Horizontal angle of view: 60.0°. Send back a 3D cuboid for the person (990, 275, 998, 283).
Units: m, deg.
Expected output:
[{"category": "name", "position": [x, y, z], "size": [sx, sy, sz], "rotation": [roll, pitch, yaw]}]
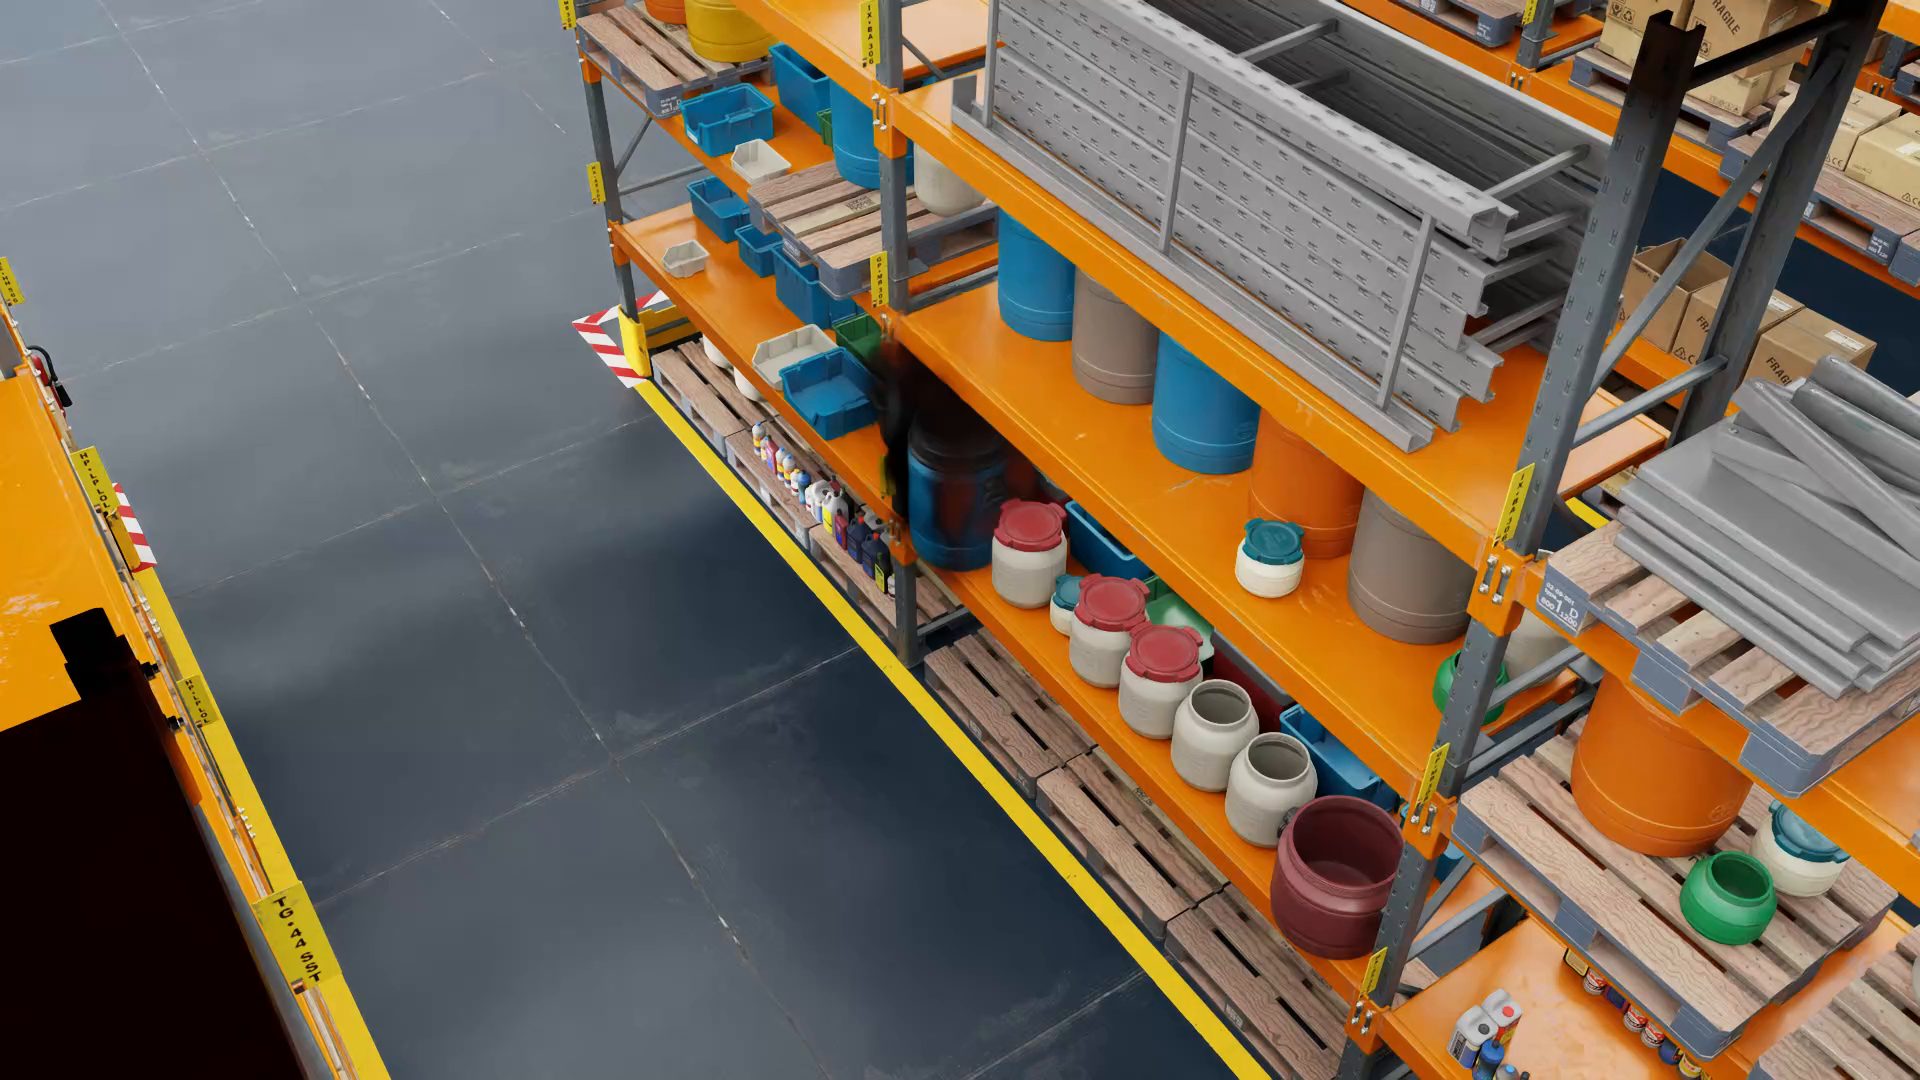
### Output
[{"category": "person", "position": [0.301, -2.514, 13.213], "size": [0.426, 1.758, 0.565], "rotation": [-6, 43, -6]}]
